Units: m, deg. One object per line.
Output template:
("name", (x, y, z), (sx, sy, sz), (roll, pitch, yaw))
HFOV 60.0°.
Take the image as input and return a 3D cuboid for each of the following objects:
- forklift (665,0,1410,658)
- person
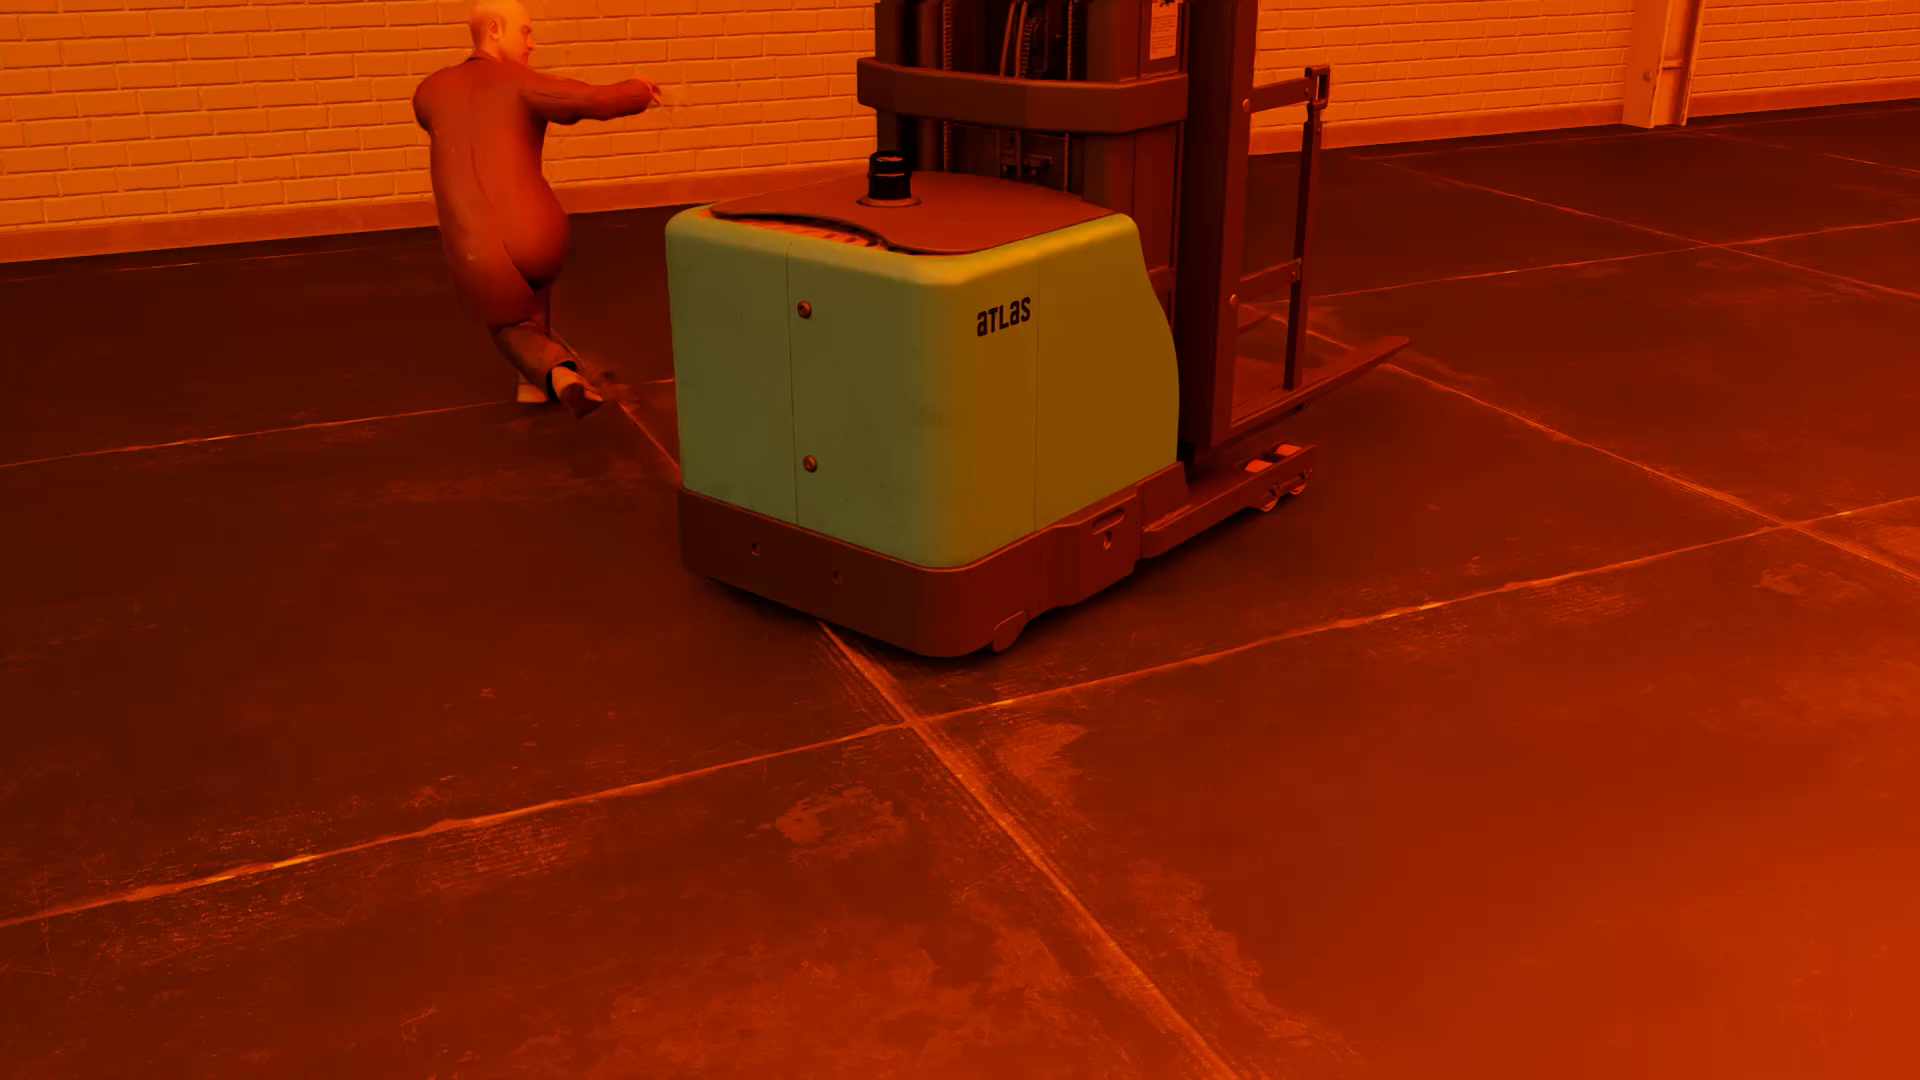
("forklift", (0.518, -1.550, 5.018), (1.130, 2.935, 3.031), (17, 28, 36))
("person", (-1.506, -1.202, 6.083), (0.875, 1.512, 1.185), (-3, 23, -8))
